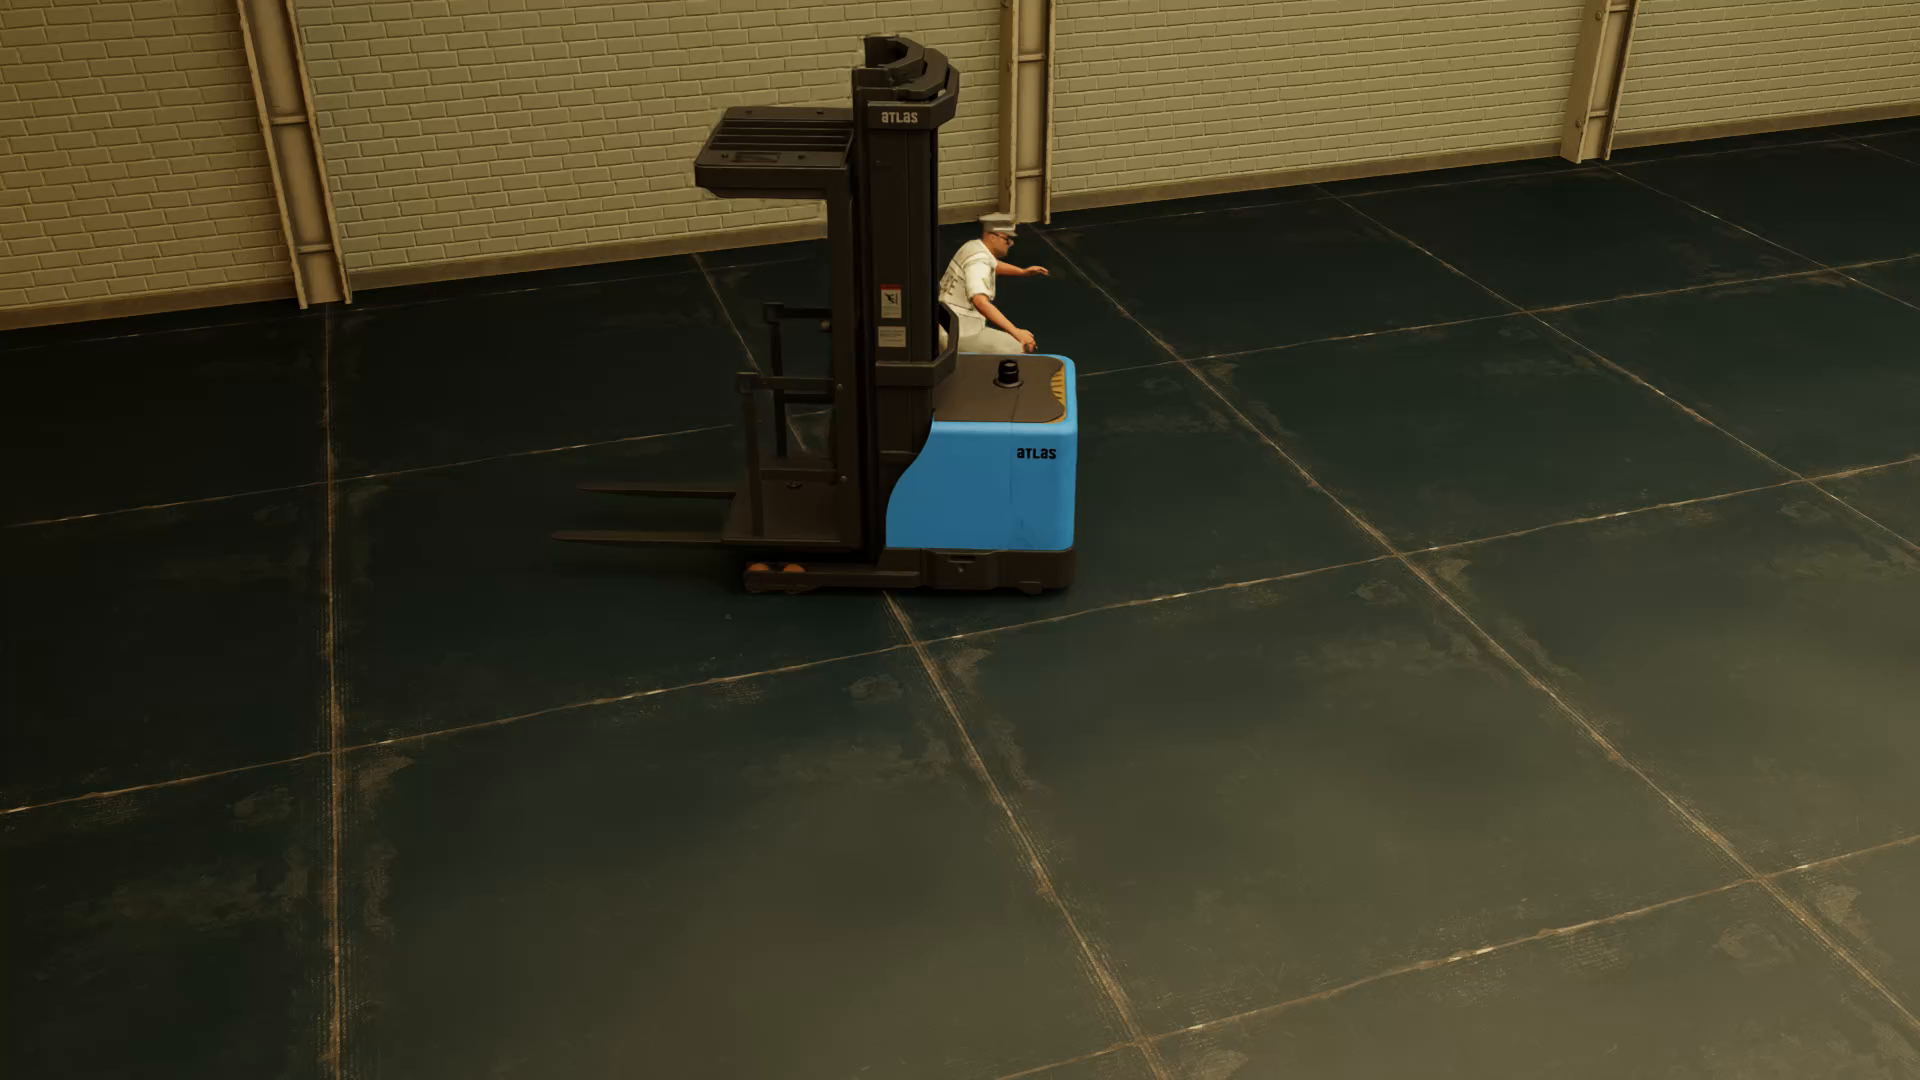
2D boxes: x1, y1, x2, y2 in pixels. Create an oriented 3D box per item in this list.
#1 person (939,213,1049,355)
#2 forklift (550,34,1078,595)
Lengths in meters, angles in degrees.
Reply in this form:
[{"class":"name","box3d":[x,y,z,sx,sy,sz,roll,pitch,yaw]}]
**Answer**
[{"class":"person","box3d":[0.234,-1.350,10.880,0.918,1.521,0.990,-14,33,-22]},{"class":"forklift","box3d":[-0.845,-1.224,9.214,3.031,2.935,1.130,1,30,2]}]
